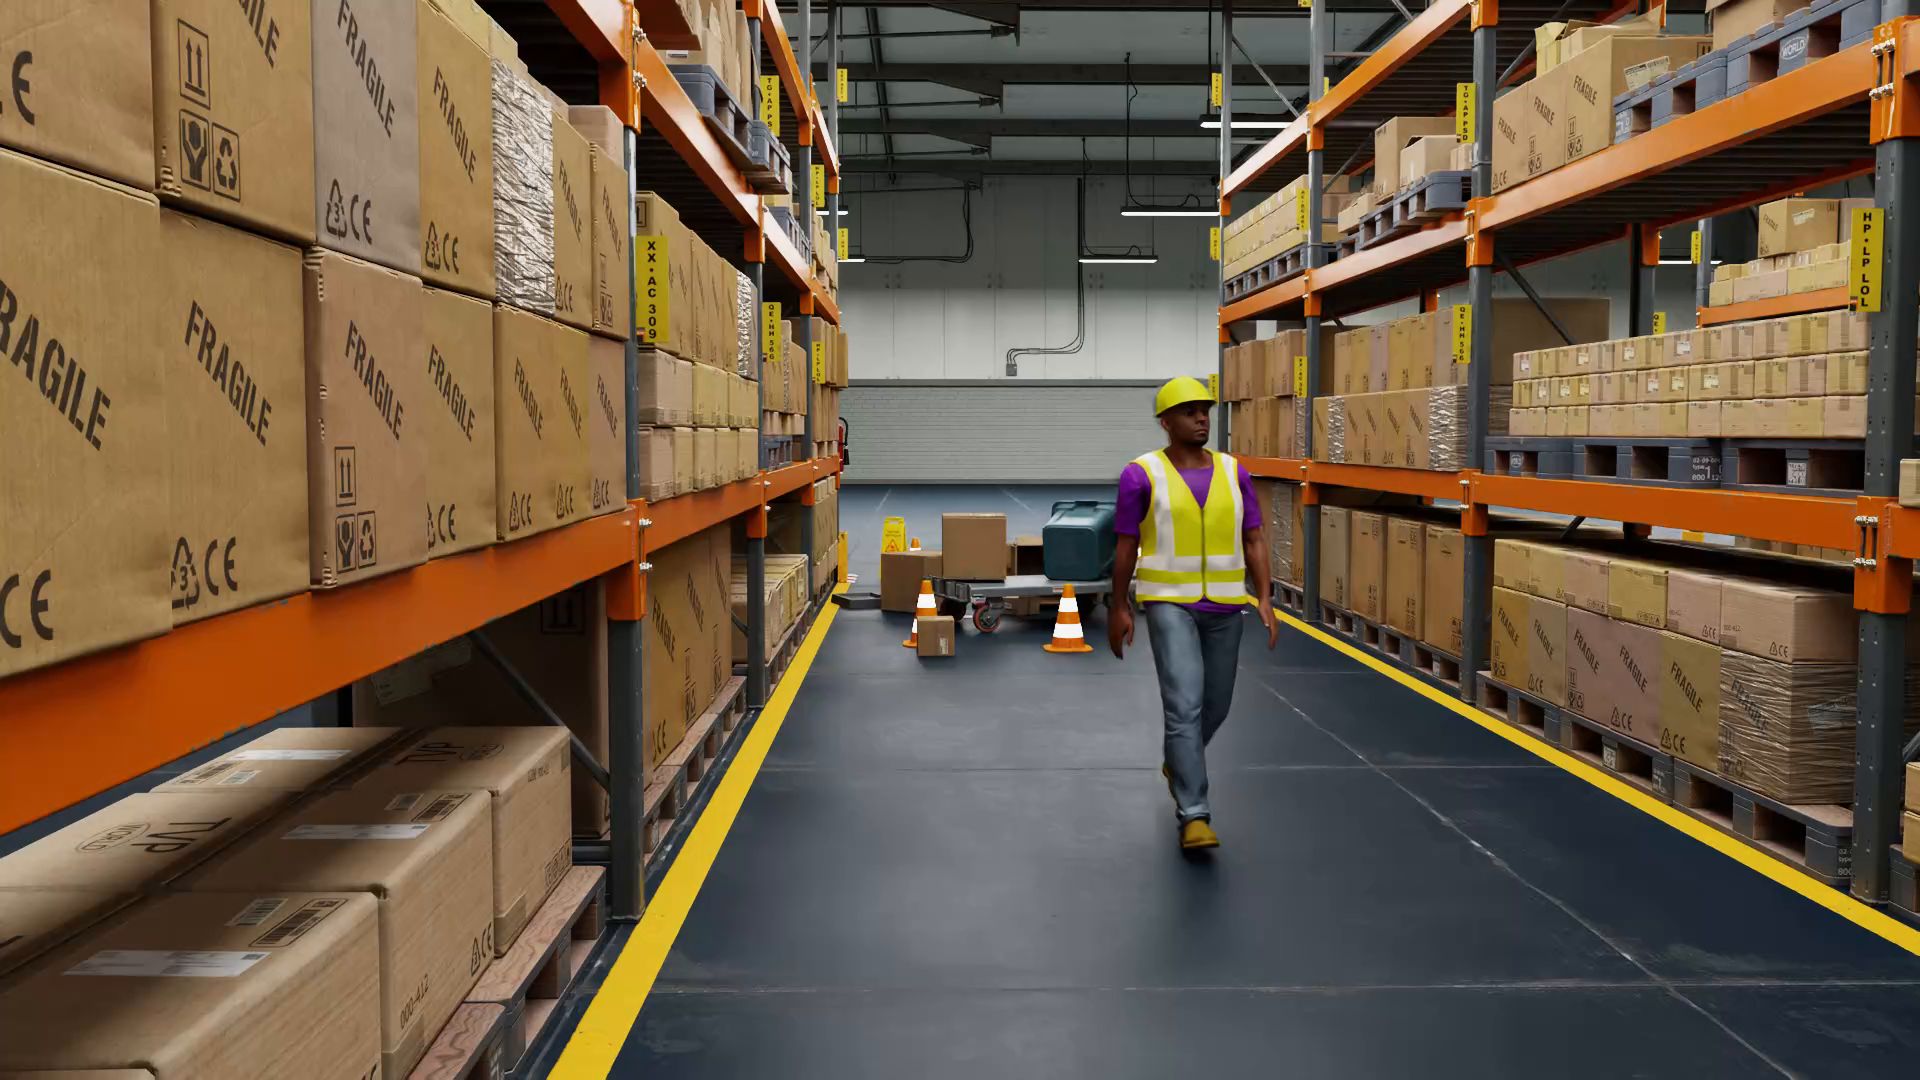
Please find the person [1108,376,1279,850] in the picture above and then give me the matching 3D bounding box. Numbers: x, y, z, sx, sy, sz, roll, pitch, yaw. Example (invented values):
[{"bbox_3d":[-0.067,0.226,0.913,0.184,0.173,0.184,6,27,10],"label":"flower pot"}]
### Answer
[{"bbox_3d":[0.890,0.249,6.309,0.595,1.736,0.969,-1,4,-12],"label":"person"}]
